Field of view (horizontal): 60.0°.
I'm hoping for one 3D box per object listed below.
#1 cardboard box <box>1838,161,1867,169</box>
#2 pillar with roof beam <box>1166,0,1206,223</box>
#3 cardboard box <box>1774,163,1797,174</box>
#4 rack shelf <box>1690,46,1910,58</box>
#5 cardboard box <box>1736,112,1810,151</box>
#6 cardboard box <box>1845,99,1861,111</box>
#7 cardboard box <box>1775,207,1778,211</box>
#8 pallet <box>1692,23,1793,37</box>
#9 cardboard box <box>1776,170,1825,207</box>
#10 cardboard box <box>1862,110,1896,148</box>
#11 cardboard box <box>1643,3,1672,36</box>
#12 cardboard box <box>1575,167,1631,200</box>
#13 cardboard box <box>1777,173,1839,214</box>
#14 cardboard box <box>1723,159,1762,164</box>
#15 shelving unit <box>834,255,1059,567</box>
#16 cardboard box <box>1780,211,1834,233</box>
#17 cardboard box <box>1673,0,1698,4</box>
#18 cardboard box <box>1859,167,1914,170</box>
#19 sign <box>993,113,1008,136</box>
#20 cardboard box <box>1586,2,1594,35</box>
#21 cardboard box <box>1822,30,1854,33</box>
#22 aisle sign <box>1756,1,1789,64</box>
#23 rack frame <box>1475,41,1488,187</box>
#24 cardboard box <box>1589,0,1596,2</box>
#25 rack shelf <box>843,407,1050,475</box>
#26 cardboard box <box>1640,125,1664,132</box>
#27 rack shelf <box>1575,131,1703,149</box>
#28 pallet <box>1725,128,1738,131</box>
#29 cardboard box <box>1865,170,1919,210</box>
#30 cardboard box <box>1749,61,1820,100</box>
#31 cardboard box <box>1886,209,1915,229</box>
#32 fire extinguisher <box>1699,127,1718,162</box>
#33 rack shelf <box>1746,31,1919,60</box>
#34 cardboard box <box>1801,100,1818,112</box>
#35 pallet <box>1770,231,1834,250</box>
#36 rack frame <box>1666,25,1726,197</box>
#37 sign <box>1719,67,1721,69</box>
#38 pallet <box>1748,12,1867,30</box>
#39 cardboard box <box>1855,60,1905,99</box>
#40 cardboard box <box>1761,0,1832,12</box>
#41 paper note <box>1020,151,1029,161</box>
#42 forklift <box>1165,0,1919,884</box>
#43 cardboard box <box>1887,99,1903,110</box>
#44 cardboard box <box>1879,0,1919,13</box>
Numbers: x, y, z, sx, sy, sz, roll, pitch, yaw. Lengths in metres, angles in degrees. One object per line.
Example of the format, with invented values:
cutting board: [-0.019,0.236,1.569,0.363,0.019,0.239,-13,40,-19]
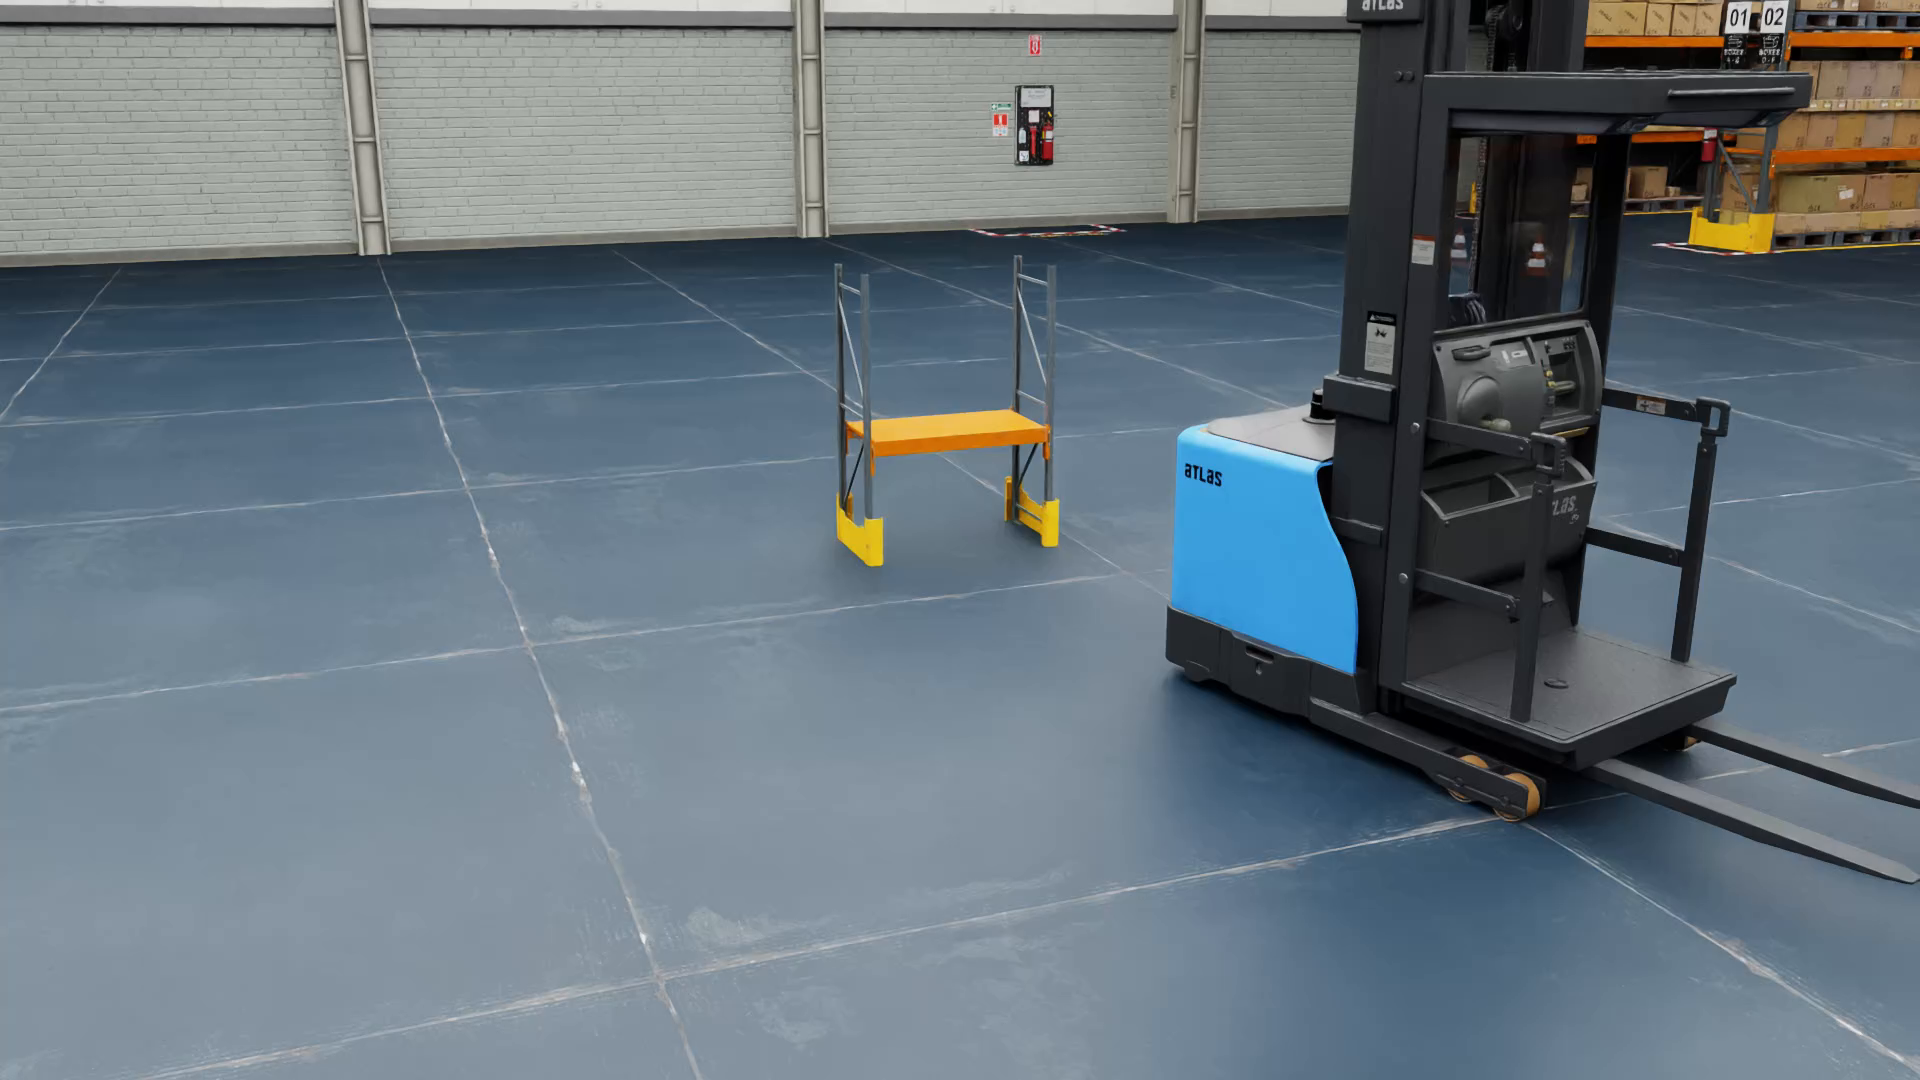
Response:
cardboard box: [15.552,-6.470,29.462,0.500,0.500,0.700,-6,17,-19]
pillar with roof beam: [5.017,-8.177,20.972,0.400,9.000,9.100,-6,17,-20]
cardboard box: [14.107,-6.337,29.011,0.500,0.500,0.700,-6,17,-19]
rack shelf: [14.338,-8.437,28.457,4.000,0.370,1.077,-6,17,-20]
cardboard box: [10.951,-5.526,22.416,0.500,0.500,0.700,-6,17,-20]
cardboard box: [11.918,-5.881,22.474,0.250,0.149,0.380,-7,18,-22]
cardboard box: [11.369,-4.502,23.241,0.500,0.250,0.500,-6,17,-20]
pallet: [13.085,-8.524,27.812,1.003,0.211,1.213,-6,17,-20]
cardboard box: [11.834,-4.914,23.312,0.500,0.500,0.500,-6,17,-20]
cardboard box: [12.396,-5.683,22.950,0.500,0.500,0.700,-6,17,-18]
cardboard box: [11.106,-8.408,26.871,0.500,0.500,0.500,-7,18,-22]
cardboard box: [10.648,-5.914,27.569,0.500,0.500,0.700,-7,18,-24]
cardboard box: [11.557,-4.723,22.663,0.500,0.500,0.500,-6,17,-20]
cardboard box: [13.561,-6.636,28.699,0.500,0.250,0.500,-7,18,-21]
shelving unit: [-0.071,-0.712,8.861,1.083,1.500,0.587,-6,17,-20]
cardboard box: [11.557,-4.364,22.770,0.500,0.250,0.500,-6,17,-20]
cardboard box: [11.588,-8.937,26.898,0.500,0.500,0.500,-5,17,-17]
cardboard box: [13.237,-5.063,23.820,0.500,0.500,0.500,-6,17,-20]
sign: [0.602,-6.180,24.757,0.234,0.329,0.001,-6,17,-20]
cardboard box: [9.651,-8.247,26.322,0.500,0.500,0.500,-5,17,-16]
cardboard box: [14.962,-8.936,28.663,0.637,0.503,0.797,-4,17,-12]
aisle sign: [10.559,-6.595,21.618,0.004,0.787,0.394,-6,17,-20]
rack frame: [8.735,-6.738,26.719,0.127,3.000,1.000,-6,17,-20]
cardboard box: [9.668,-8.727,26.180,0.500,0.500,0.500,-6,18,-21]
rack shelf: [-0.080,-0.538,8.908,1.000,0.185,0.538,-6,17,-20]
cardboard box: [11.204,-6.848,27.326,0.500,0.250,0.500,-6,17,-20]
rack shelf: [10.602,-6.594,27.507,4.000,0.370,1.077,-6,17,-20]
pallet: [13.236,-7.088,28.251,1.213,0.211,1.003,-6,17,-20]
cardboard box: [12.955,-4.877,23.186,0.500,0.500,0.500,-6,17,-20]
cardboard box: [11.001,-6.154,22.252,0.500,0.500,0.700,-6,17,-20]
cardboard box: [12.959,-4.514,23.281,0.500,0.250,0.500,-6,17,-20]
fire extinguisher: [10.234,-5.508,22.668,0.183,0.674,0.296,-6,17,-20]
rack shelf: [12.378,-6.730,22.647,4.000,0.370,1.077,-6,17,-20]
cardboard box: [11.200,-5.804,22.211,0.250,0.149,0.380,-7,18,-22]
pallet: [11.210,-4.185,22.975,1.213,0.211,1.003,-6,17,-20]
rack frame: [12.470,-7.141,28.092,0.127,3.000,1.000,-6,17,-20]
sign: [10.330,-6.248,22.576,0.005,0.325,0.100,-6,17,-20]
pallet: [11.180,-6.896,22.091,1.213,0.211,1.003,-6,17,-20]
cardboard box: [12.428,-6.310,22.783,0.500,0.500,0.700,-6,17,-20]
cardboard box: [11.049,-7.249,21.959,0.637,0.503,0.797,-5,17,-16]
paper note: [0.965,-5.770,24.985,0.142,0.148,0.016,-6,17,-20]
forklift: [2.161,-0.584,5.886,1.130,2.935,3.031,-12,20,-35]
cardboard box: [12.636,-5.958,22.736,0.250,0.149,0.380,-6,17,-18]
cardboard box: [12.663,-7.463,22.687,0.637,0.503,0.797,-4,17,-14]
